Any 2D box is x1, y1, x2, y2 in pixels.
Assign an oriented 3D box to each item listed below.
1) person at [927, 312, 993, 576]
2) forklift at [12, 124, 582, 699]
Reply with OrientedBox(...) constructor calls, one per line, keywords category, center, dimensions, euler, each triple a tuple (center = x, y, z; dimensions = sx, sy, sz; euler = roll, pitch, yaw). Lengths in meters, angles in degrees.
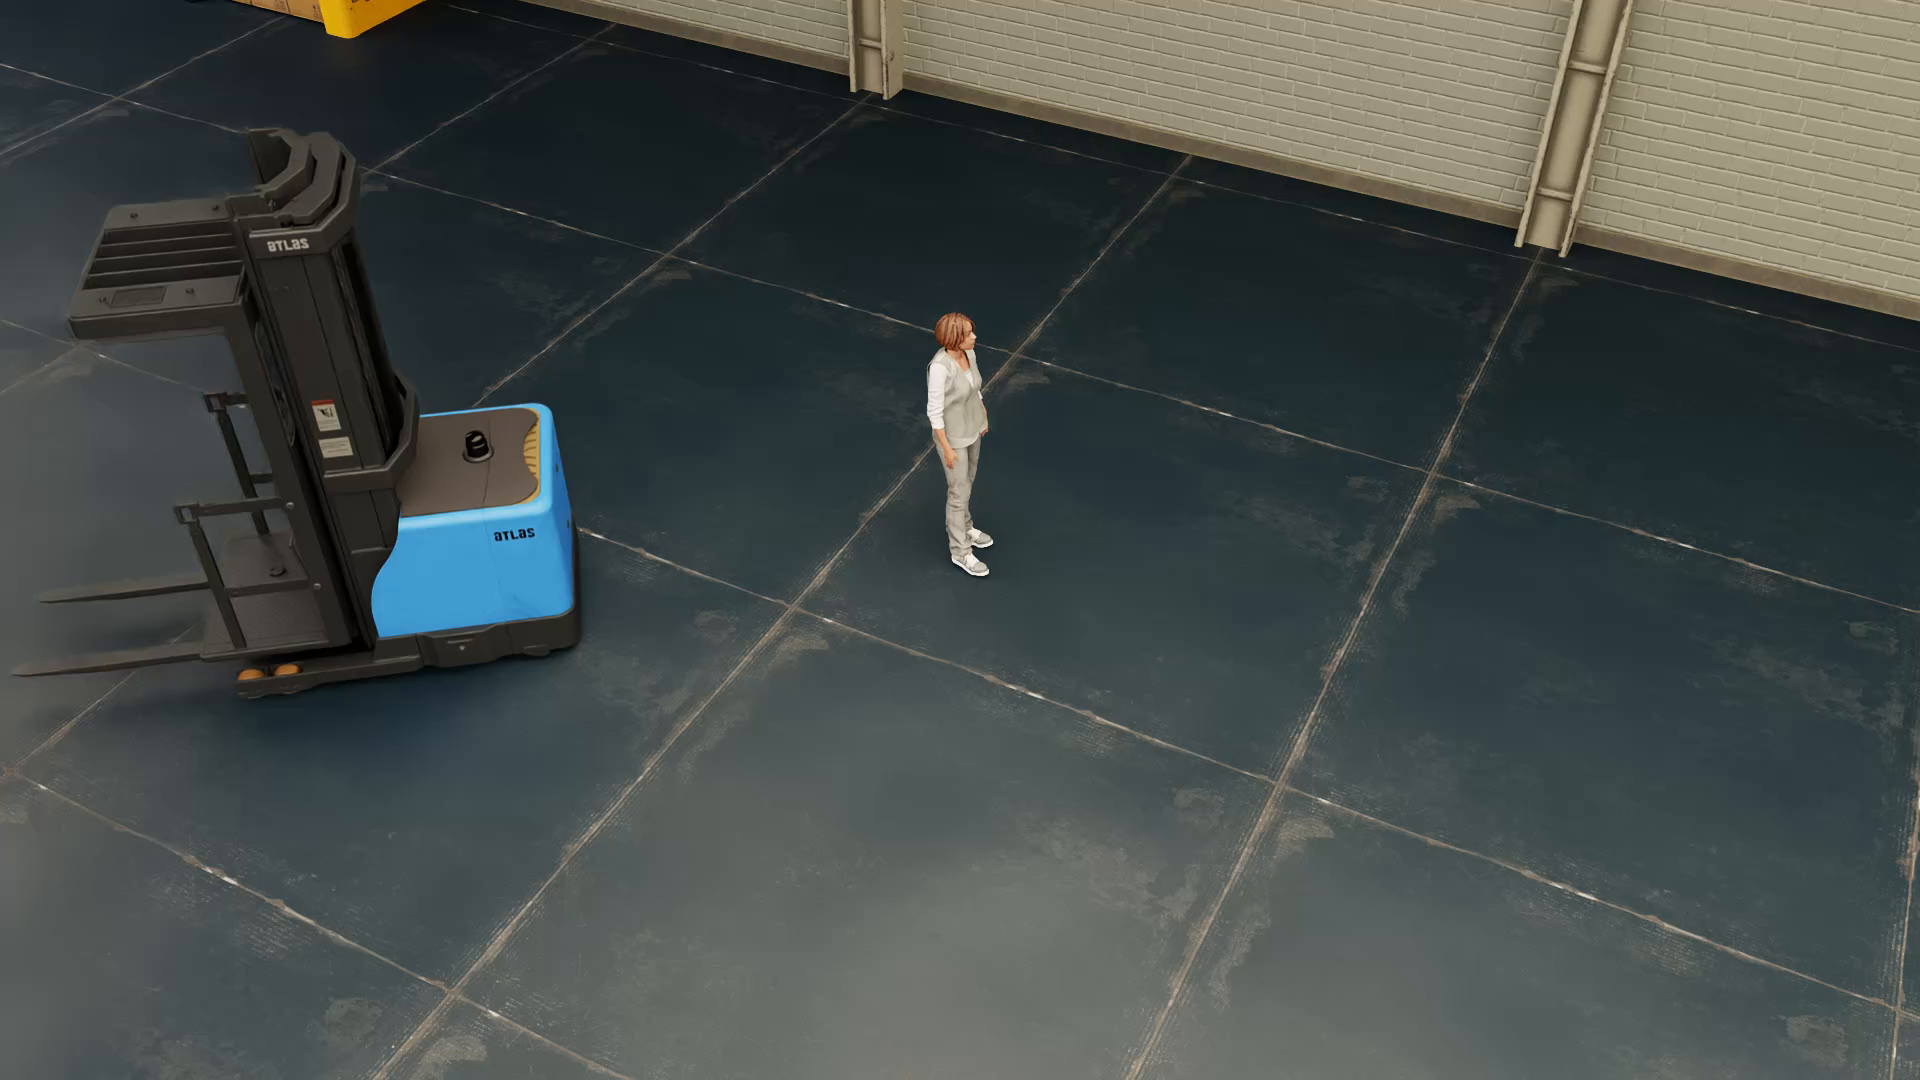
OrientedBox(category="person", center=(0.060, -0.586, 9.707), dimensions=(0.473, 1.599, 0.521), euler=(18, 43, 21))
OrientedBox(category="forklift", center=(-3.734, -0.613, 8.714), dimensions=(3.031, 2.935, 1.130), euler=(-7, 41, -8))
